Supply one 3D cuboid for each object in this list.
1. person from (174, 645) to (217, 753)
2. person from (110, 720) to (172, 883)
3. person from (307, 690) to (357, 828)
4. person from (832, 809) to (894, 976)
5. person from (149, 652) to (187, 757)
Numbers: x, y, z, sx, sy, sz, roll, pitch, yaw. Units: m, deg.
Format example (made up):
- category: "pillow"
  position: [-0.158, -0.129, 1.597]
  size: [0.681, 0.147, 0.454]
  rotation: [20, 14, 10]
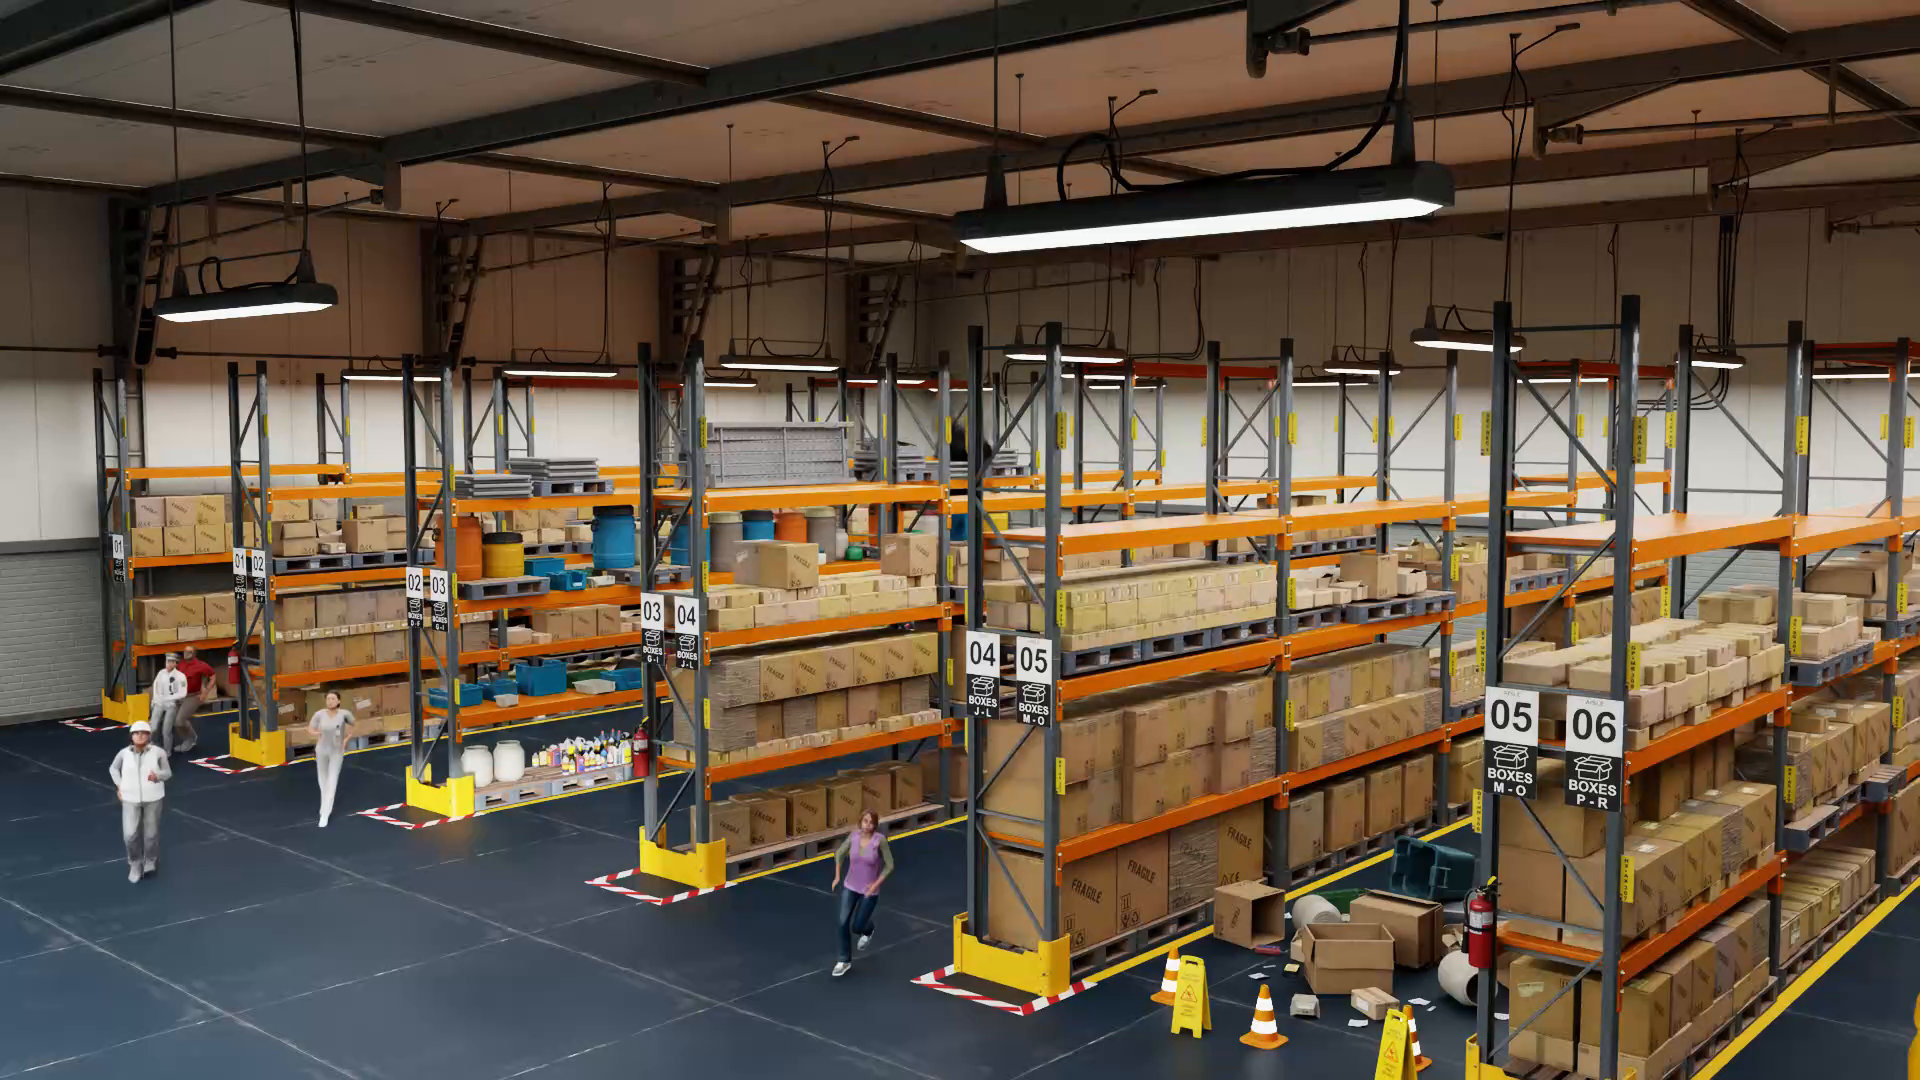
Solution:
- category: "person"
  position: [-11.877, 2.449, 25.595]
  size: [0.721, 1.680, 0.598]
  rotation: [2, 5, 22]
- category: "person"
  position: [-9.171, 2.925, 18.573]
  size: [0.579, 1.803, 0.688]
  rotation: [-2, 5, -24]
- category: "person"
  position: [-8.055, 2.762, 21.342]
  size: [0.574, 1.695, 0.833]
  rotation: [-1, 4, -8]
- category: "person"
  position: [-0.893, 3.261, 15.566]
  size: [0.583, 1.550, 0.619]
  rotation: [1, 4, 17]
- category: "person"
  position: [-11.878, 2.513, 24.910]
  size: [0.631, 1.684, 0.616]
  rotation: [0, 4, -3]
